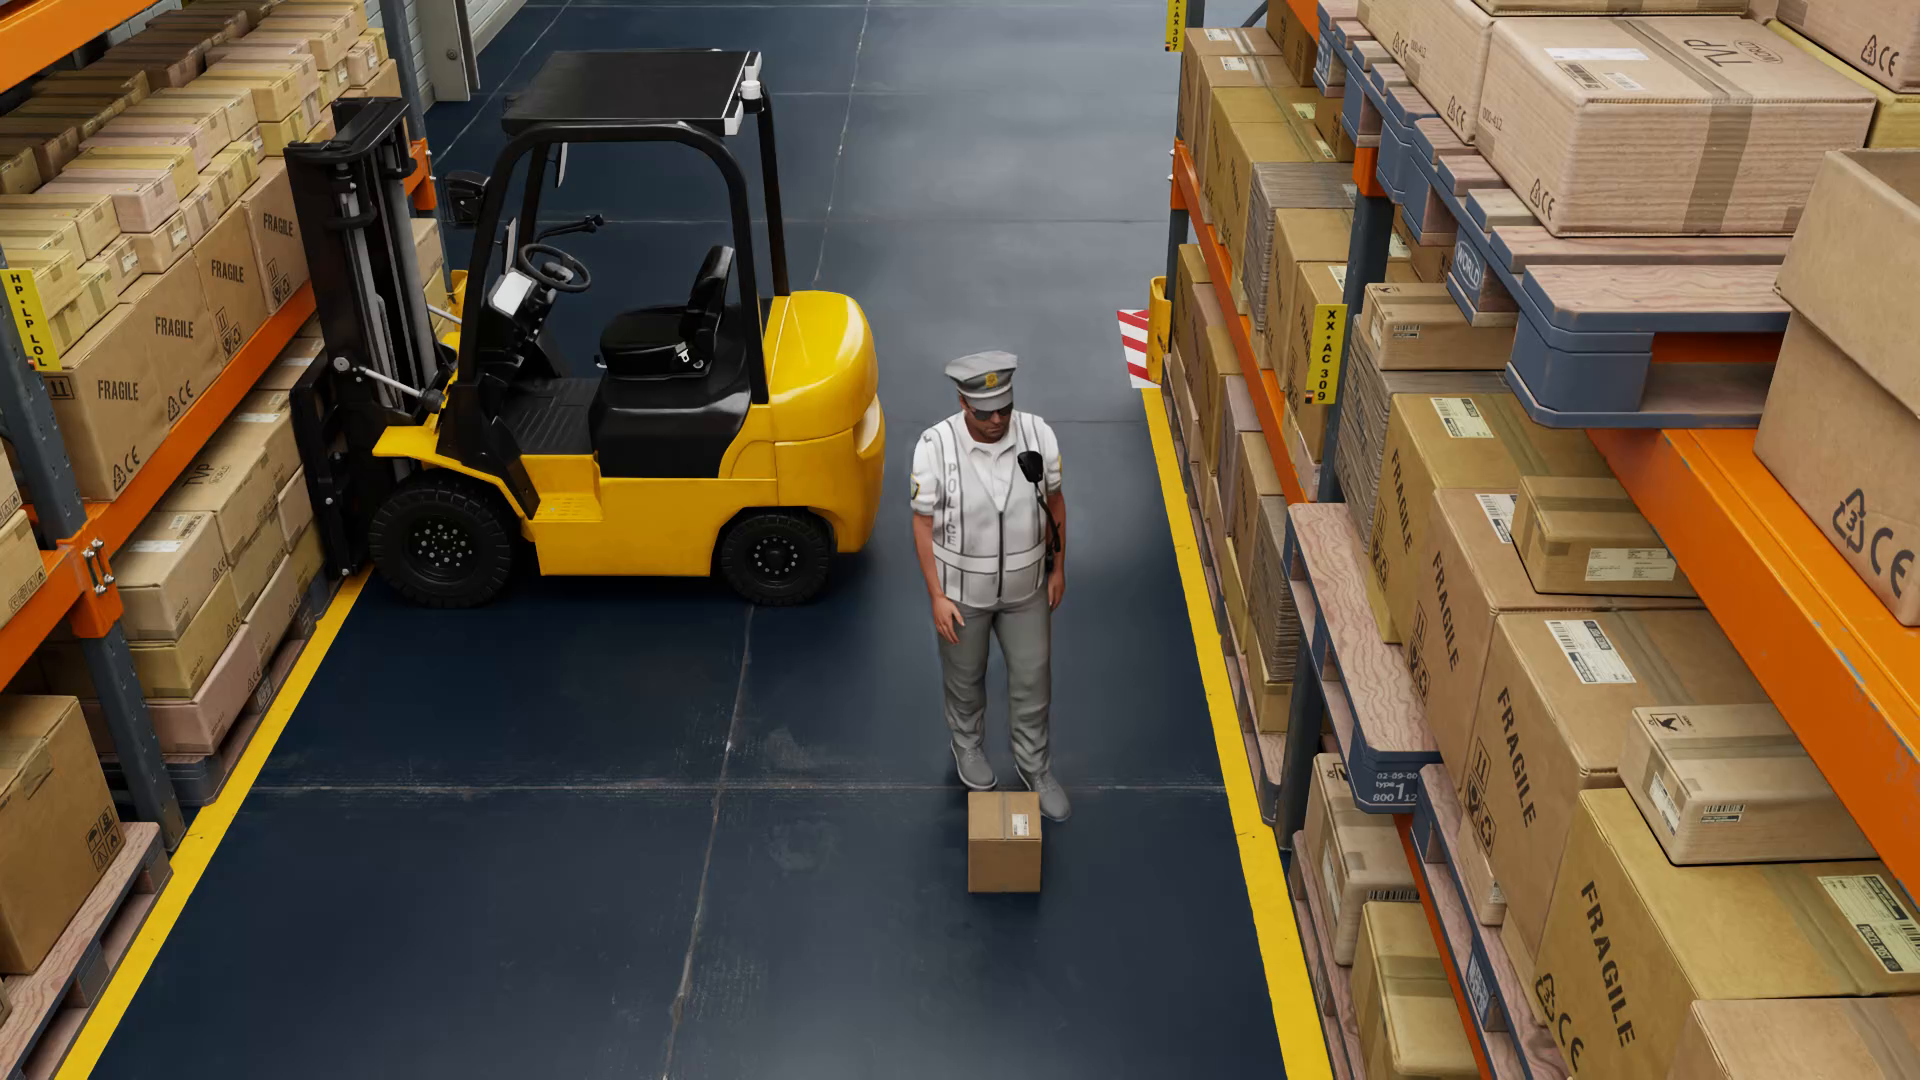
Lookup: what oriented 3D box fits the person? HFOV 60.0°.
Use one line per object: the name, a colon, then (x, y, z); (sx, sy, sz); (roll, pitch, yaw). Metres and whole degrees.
person: (0.124, 0.182, 5.832); (0.559, 1.782, 0.517); (-7, 32, -11)
